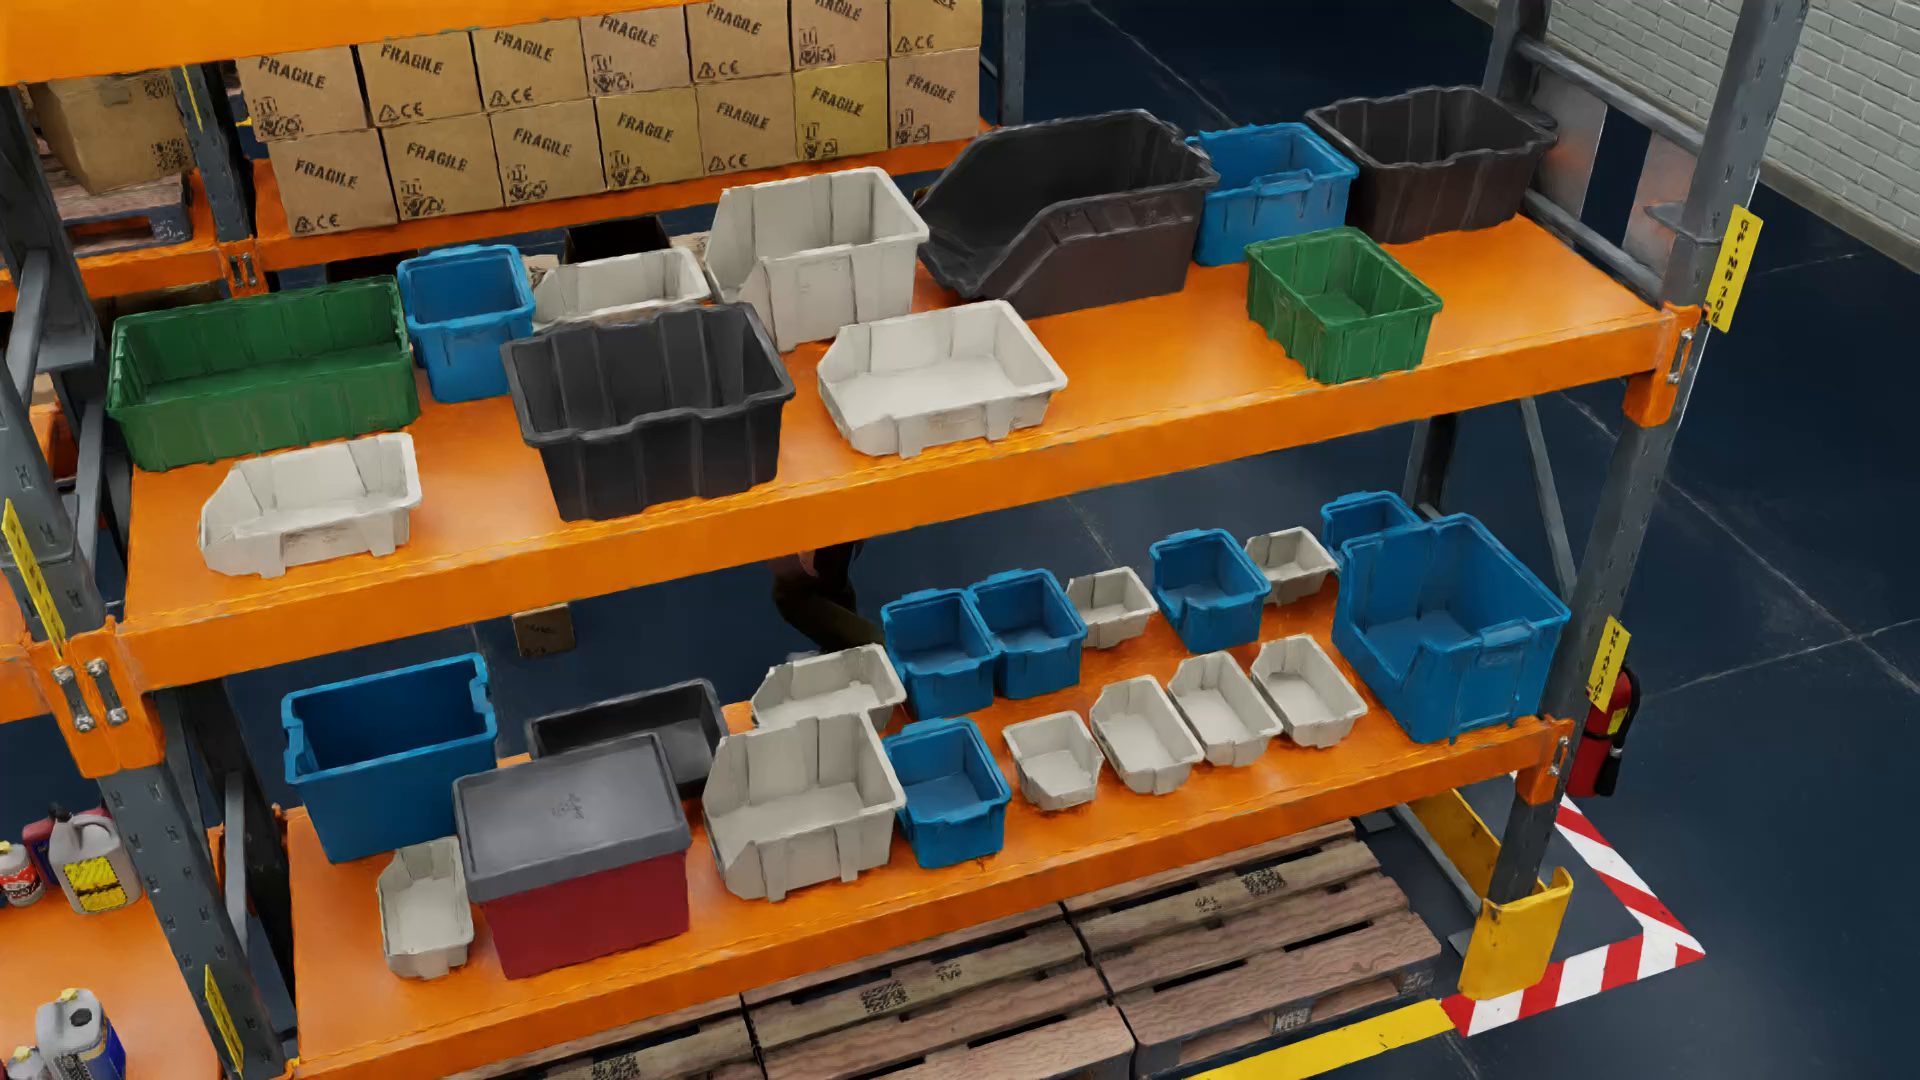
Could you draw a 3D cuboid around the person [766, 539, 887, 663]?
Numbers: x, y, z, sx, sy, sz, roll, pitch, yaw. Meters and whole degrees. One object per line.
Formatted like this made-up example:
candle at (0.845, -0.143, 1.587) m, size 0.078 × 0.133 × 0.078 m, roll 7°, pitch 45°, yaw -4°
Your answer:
person at (-0.498, -0.116, 6.907) m, size 0.576 × 1.769 × 0.648 m, roll 9°, pitch 38°, yaw 11°
